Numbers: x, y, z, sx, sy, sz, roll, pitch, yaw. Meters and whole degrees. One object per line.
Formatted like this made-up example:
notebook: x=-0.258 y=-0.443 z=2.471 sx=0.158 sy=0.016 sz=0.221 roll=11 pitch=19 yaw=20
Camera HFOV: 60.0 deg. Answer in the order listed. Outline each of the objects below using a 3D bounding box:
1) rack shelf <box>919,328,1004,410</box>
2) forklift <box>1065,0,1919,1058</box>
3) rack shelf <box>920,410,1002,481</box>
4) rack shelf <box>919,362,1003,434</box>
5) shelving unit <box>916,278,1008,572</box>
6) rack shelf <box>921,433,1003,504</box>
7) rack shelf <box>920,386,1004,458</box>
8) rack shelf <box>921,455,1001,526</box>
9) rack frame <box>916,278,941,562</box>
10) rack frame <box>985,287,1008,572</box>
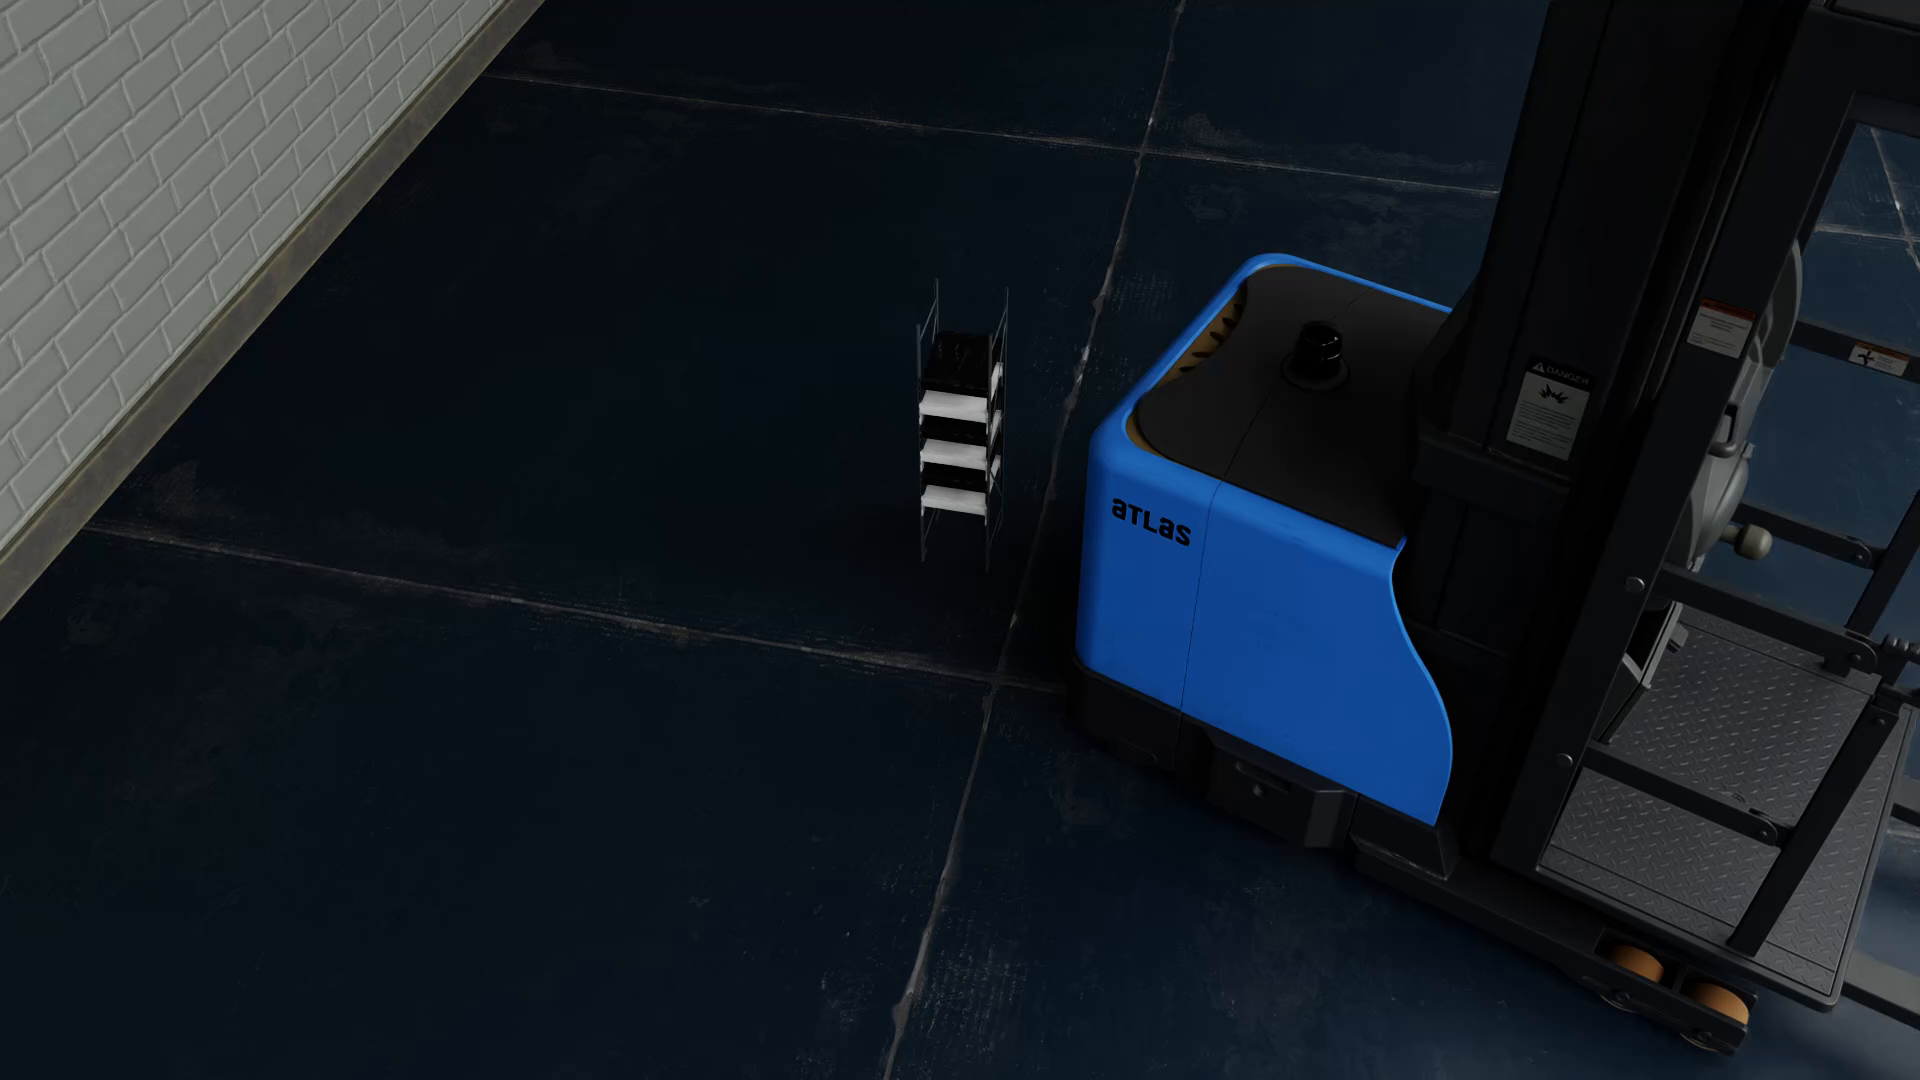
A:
rack shelf: x=0.008 y=-0.493 z=4.773 sx=0.200 sy=0.077 sz=0.258 roll=9 pitch=45 yaw=9
forklift: x=1.816 y=-0.261 z=3.408 sx=3.031 sy=2.935 sz=1.130 roll=24 pitch=49 yaw=23
rack shelf: x=0.008 y=-0.299 z=4.960 sx=0.200 sy=0.077 sz=0.258 roll=9 pitch=45 yaw=9
rack shelf: x=0.008 y=-0.429 z=4.835 sx=0.200 sy=0.077 sz=0.258 roll=9 pitch=45 yaw=9
shelving unit: x=0.008 y=-0.323 z=4.937 sx=0.210 sy=0.900 sz=0.258 roll=9 pitch=45 yaw=9
rack shelf: x=0.008 y=-0.234 z=5.022 sx=0.200 sy=0.077 sz=0.258 roll=9 pitch=45 yaw=9
rack shelf: x=0.008 y=-0.364 z=4.897 sx=0.200 sy=0.077 sz=0.258 roll=9 pitch=45 yaw=9
rack shelf: x=0.008 y=-0.169 z=5.085 sx=0.200 sy=0.077 sz=0.258 roll=9 pitch=45 yaw=9
rack frame: x=-0.091 y=-0.338 z=4.953 sx=0.006 sy=0.900 sz=0.240 roll=9 pitch=45 yaw=9
rack frame: x=0.107 y=-0.308 z=4.921 sx=0.006 sy=0.900 sz=0.240 roll=9 pitch=45 yaw=9
